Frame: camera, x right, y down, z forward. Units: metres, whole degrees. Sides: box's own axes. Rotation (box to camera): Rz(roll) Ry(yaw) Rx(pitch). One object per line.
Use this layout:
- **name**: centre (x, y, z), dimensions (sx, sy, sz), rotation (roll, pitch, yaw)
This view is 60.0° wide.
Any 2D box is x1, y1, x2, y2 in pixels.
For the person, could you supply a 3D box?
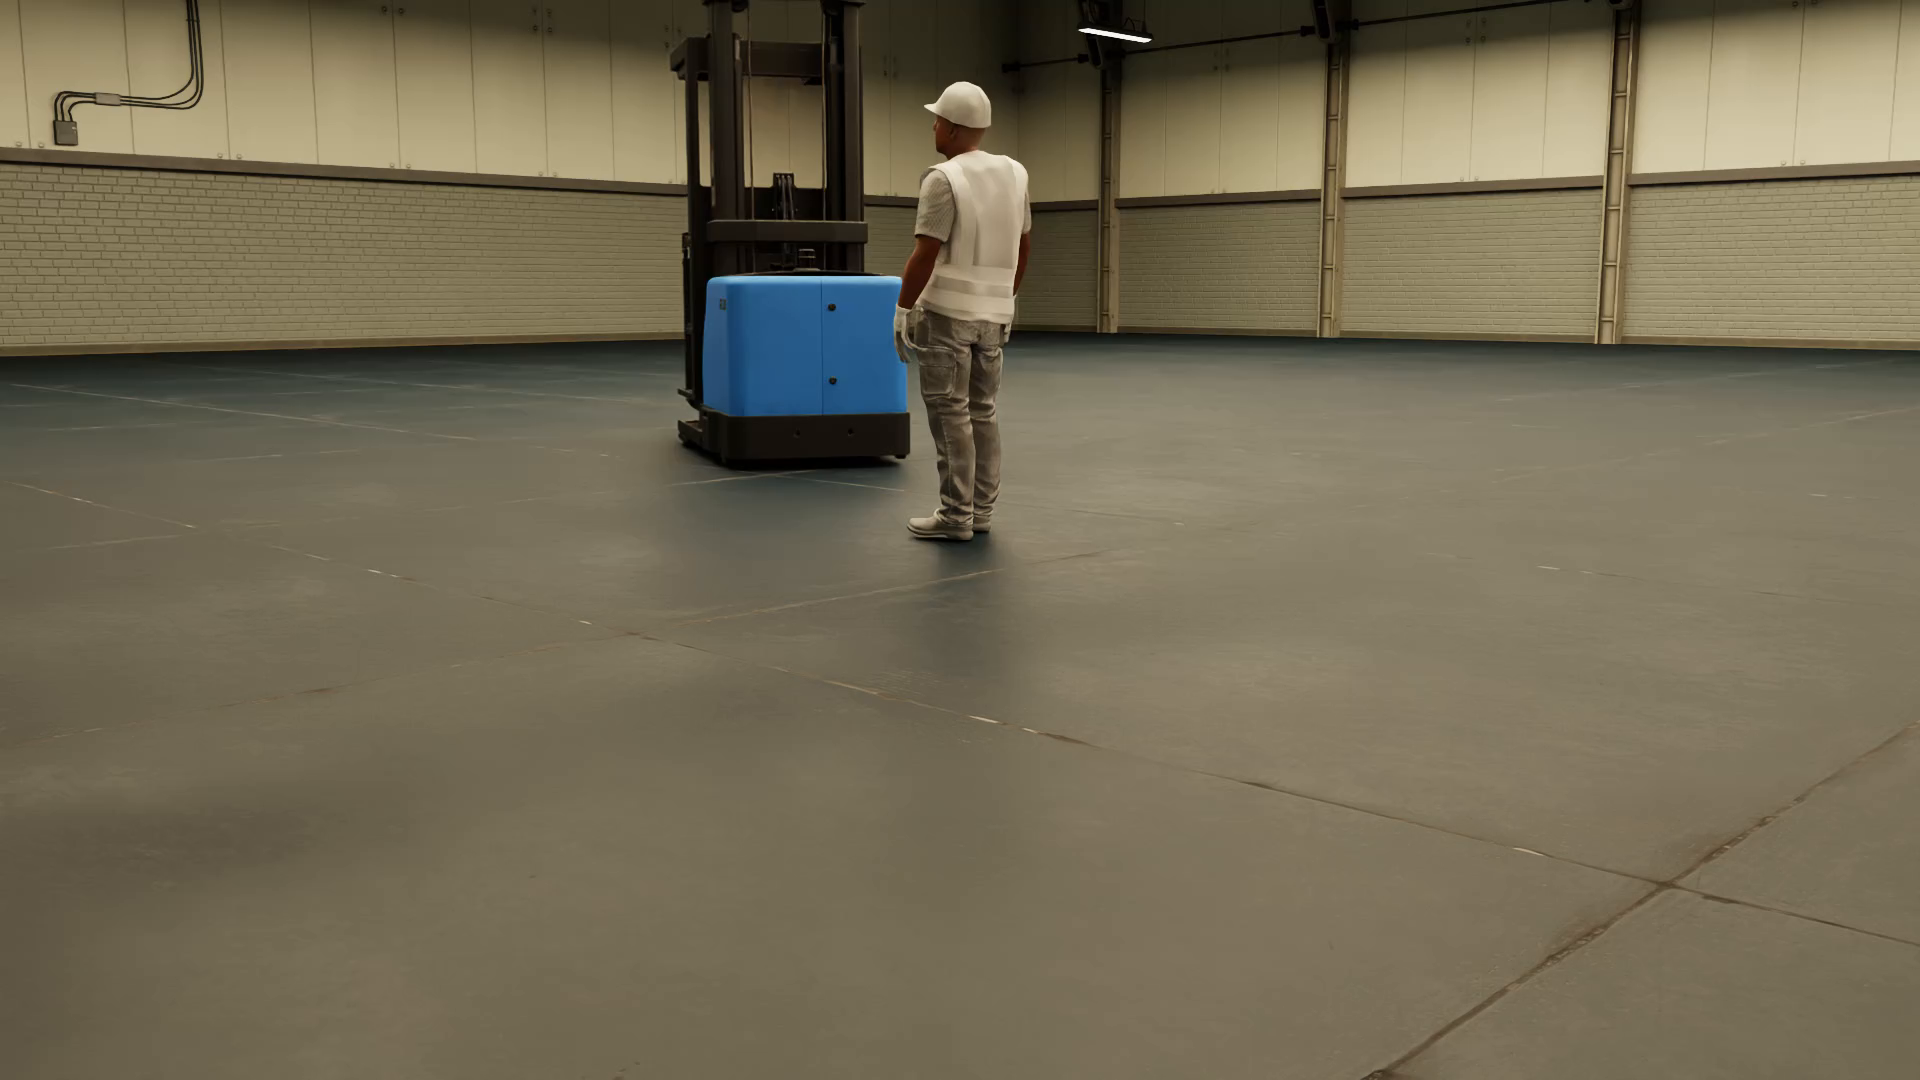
- **person**: centre (-0.046, -0.897, 6.639), dimensions (0.576, 1.782, 0.656), rotation (8, 12, 43)

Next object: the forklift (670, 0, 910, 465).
- **forklift**: centre (-1.206, -2.054, 10.515), dimensions (1.130, 2.935, 3.031), rotation (-3, 9, -17)
